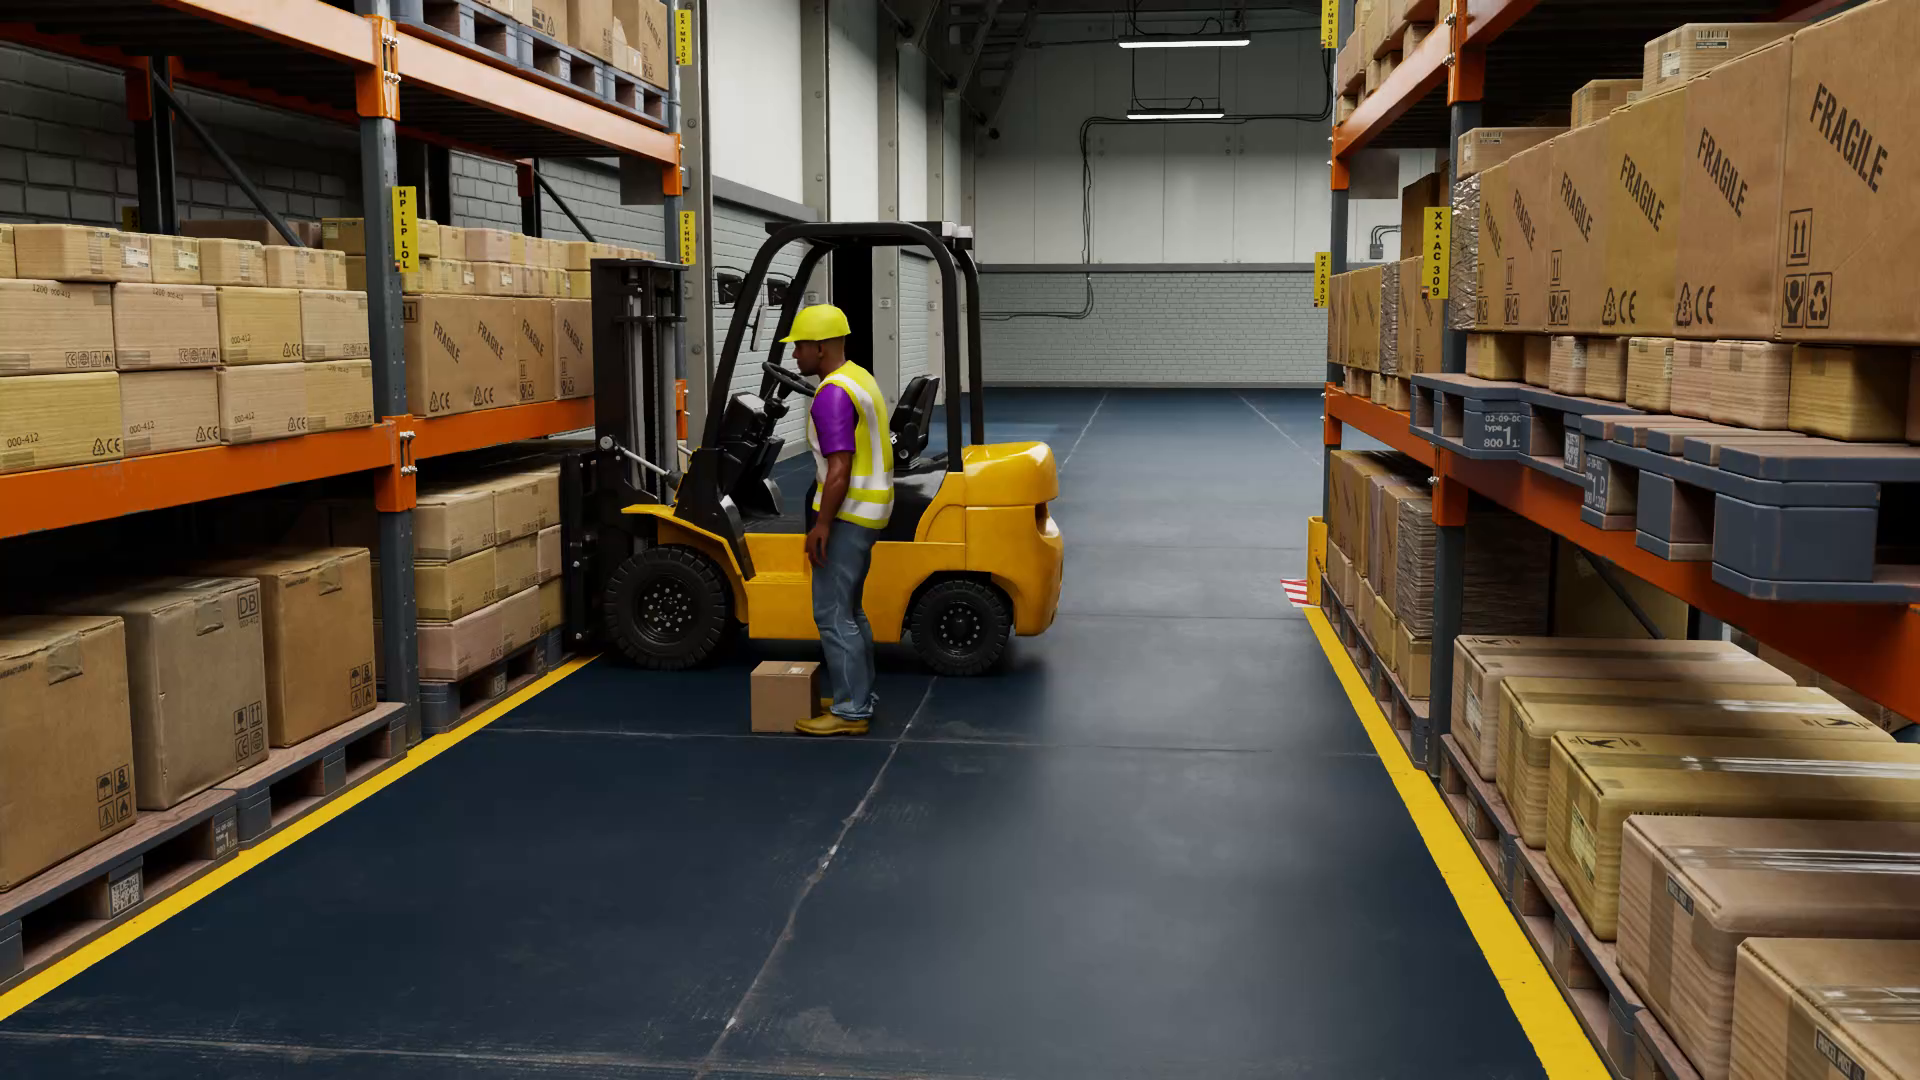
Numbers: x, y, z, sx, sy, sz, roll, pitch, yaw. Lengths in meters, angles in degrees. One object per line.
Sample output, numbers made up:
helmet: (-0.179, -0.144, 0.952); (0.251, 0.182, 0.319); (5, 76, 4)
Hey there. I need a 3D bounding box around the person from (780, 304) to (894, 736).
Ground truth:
person: (-0.503, -0.088, 6.881); (0.457, 1.761, 0.626); (1, 8, 6)
